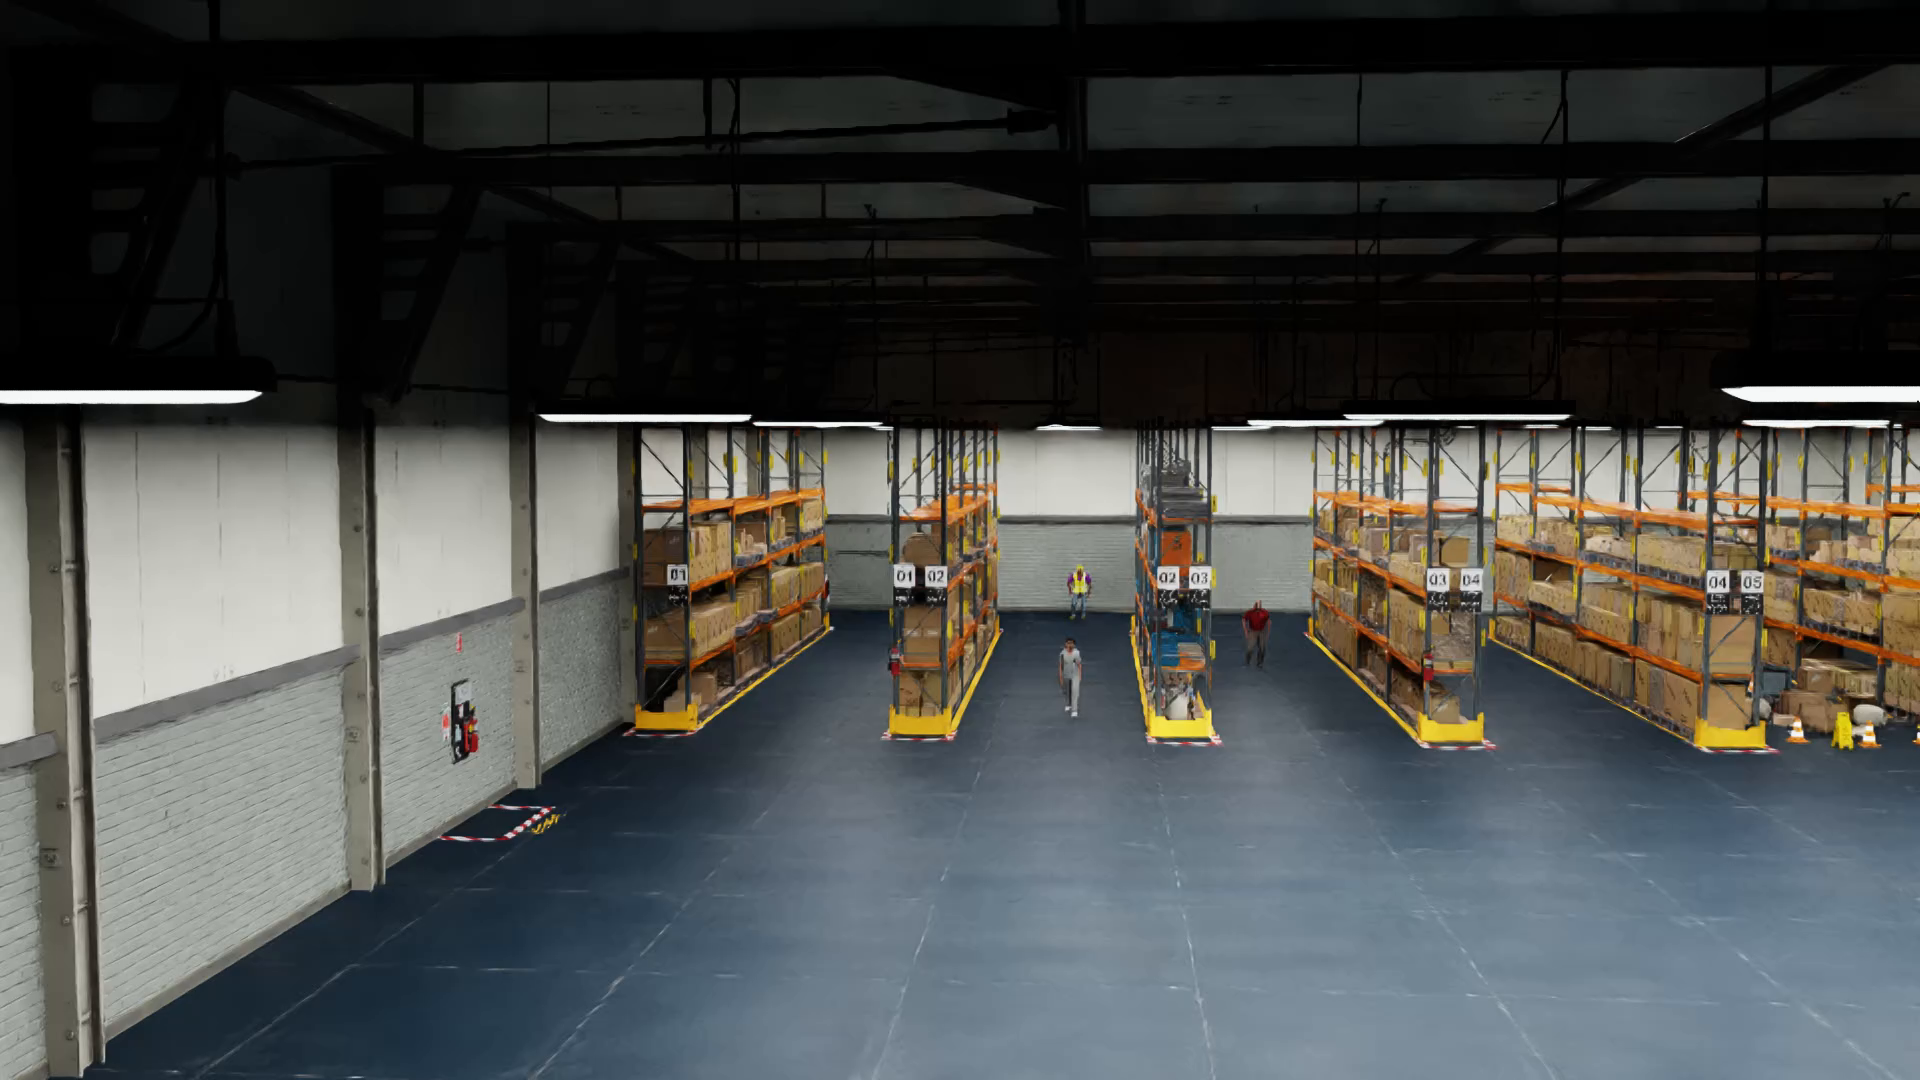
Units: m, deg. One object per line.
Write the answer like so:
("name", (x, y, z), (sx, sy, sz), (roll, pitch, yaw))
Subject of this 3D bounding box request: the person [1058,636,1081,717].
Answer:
("person", (2.204, 2.725, 33.471), (0.446, 1.590, 1.110), (0, 4, 7))

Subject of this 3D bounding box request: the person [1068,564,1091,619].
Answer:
("person", (3.632, 1.573, 50.593), (0.719, 1.714, 0.578), (0, 4, 3))

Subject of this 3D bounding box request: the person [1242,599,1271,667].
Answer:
("person", (7.183, 2.259, 40.311), (0.682, 1.676, 0.535), (0, 4, 2))

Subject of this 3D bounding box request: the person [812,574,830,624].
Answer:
("person", (-4.241, 1.627, 49.255), (0.782, 1.770, 0.539), (-3, 5, -38))
